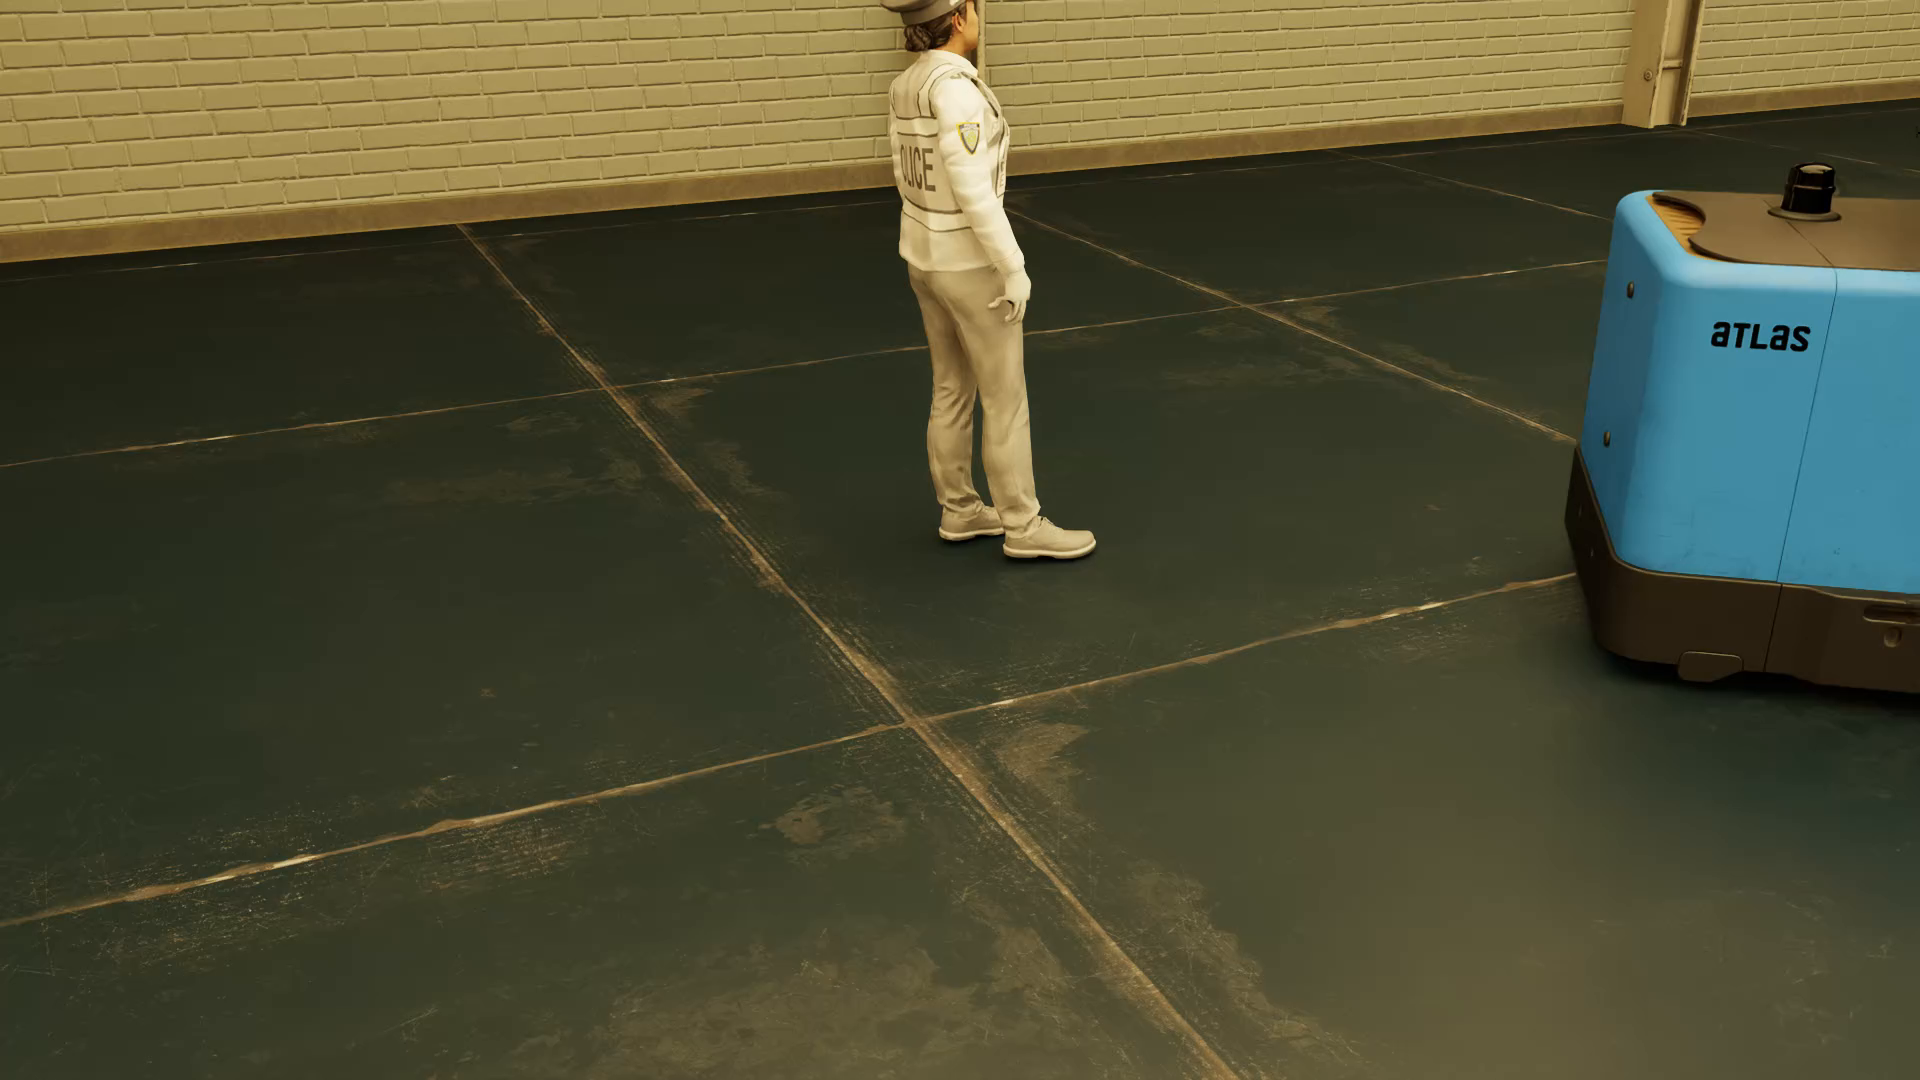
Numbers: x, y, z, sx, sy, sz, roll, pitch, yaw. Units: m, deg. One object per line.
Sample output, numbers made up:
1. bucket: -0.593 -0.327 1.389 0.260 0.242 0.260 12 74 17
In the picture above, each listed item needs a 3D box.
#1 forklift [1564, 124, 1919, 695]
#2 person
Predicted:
1. forklift: 3.217 -1.054 3.824 3.031 2.935 1.130 5 23 12
2. person: 0.063 -0.798 4.800 0.533 1.696 0.588 -10 25 -23
